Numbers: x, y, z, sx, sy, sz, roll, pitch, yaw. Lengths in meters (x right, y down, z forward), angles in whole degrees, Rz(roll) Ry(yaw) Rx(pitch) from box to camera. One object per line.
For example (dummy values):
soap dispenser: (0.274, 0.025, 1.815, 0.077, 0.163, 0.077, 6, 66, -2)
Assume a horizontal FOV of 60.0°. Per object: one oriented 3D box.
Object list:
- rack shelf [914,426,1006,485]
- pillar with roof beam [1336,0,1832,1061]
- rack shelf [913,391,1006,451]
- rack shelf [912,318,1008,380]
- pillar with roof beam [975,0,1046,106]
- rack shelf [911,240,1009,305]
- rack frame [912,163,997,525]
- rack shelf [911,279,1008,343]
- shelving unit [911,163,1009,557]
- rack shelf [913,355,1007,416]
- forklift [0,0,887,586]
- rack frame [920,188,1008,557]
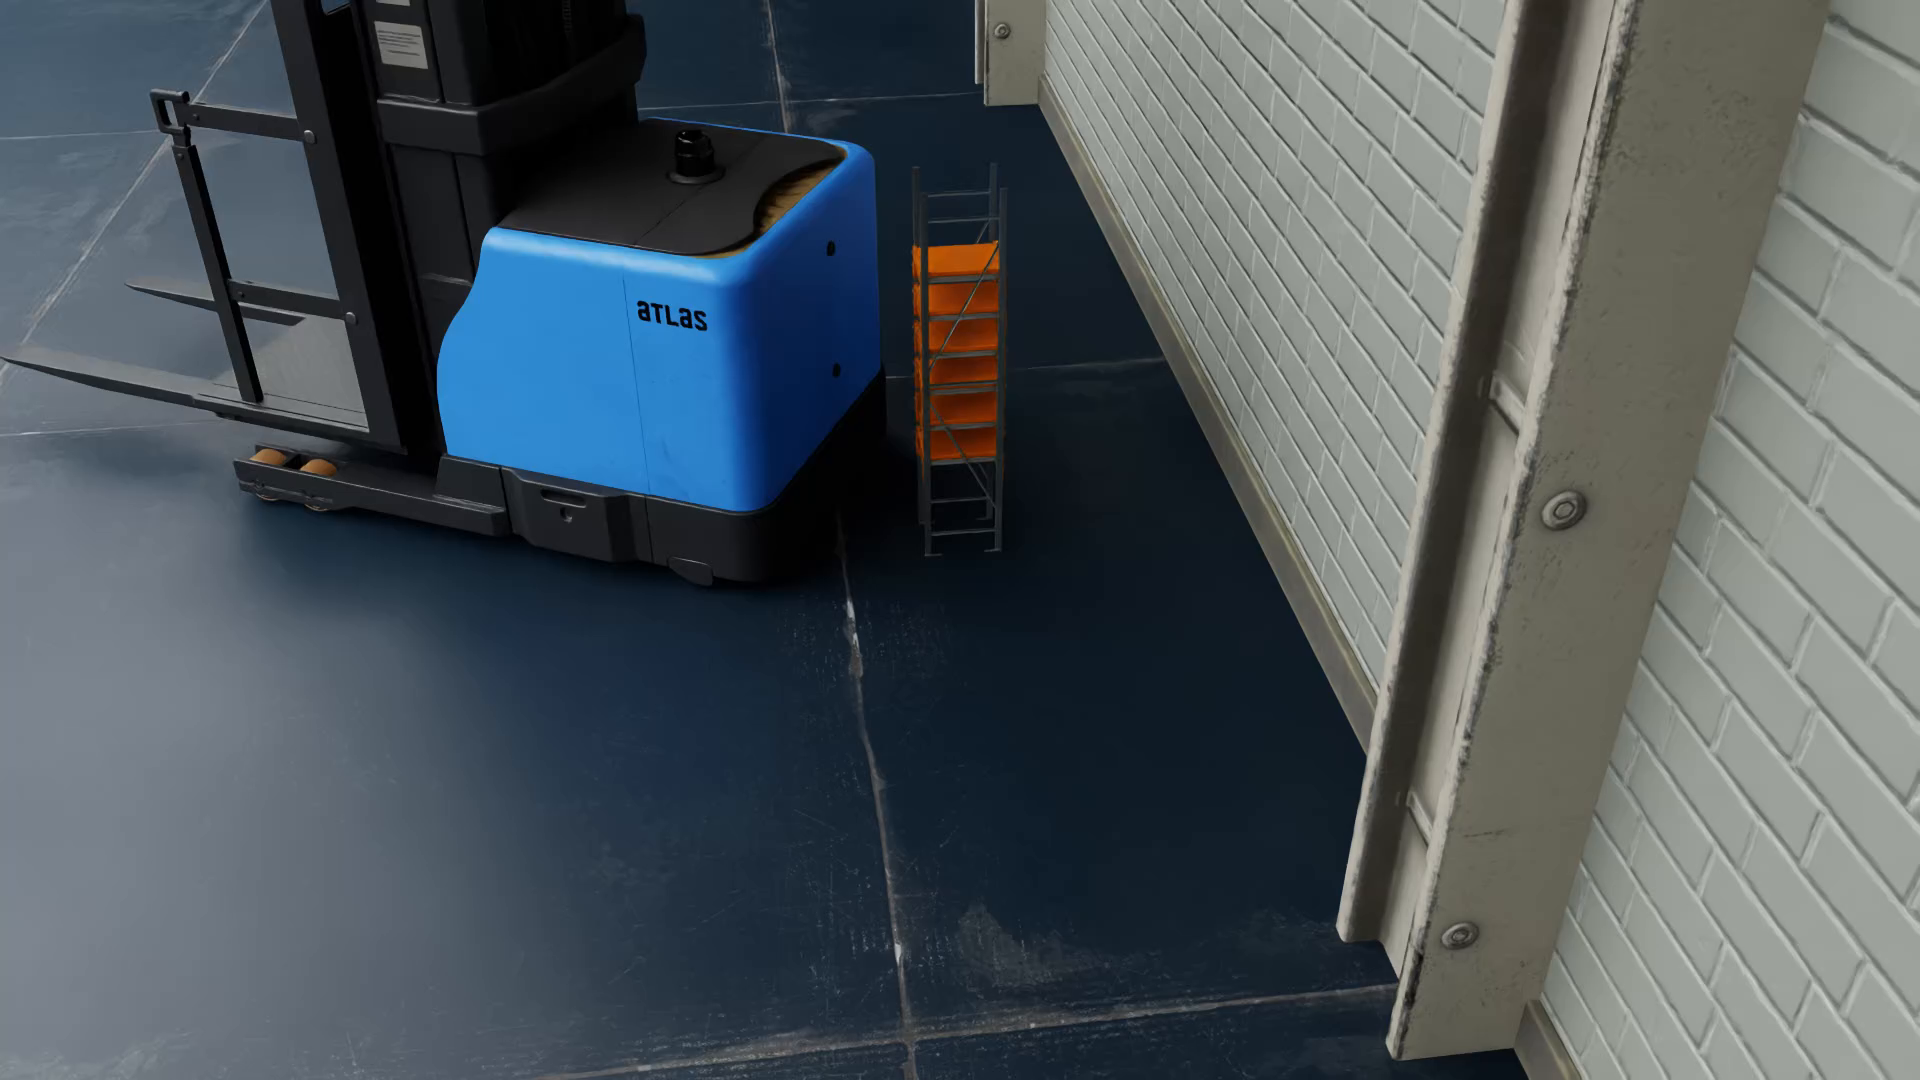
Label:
rack shelf: (-0.002, -0.269, 5.084, 0.258, 0.103, 0.180, -4, 35, -6)
pillar with roof beam: (-3.202, -2.388, 0.763, 9.100, 9.000, 0.400, -4, 35, -6)
rack shelf: (-0.002, -0.368, 5.017, 0.258, 0.103, 0.180, -4, 35, -6)
rack shelf: (-0.002, -0.566, 4.881, 0.258, 0.103, 0.180, -4, 35, -6)
pillar with roof beam: (-4.009, -5.736, 5.677, 9.100, 9.000, 0.400, -4, 35, -6)
rack shelf: (-0.002, -0.765, 4.746, 0.258, 0.103, 0.180, -4, 35, -6)
rack frame: (-0.014, -0.555, 4.999, 0.240, 1.200, 0.006, -4, 35, -6)
rack shelf: (-0.002, -0.665, 4.814, 0.258, 0.103, 0.180, -4, 35, -6)
shelving unit: (-0.002, -0.504, 4.924, 0.258, 1.200, 0.189, -4, 35, -6)
rack shelf: (-0.002, -0.467, 4.949, 0.258, 0.103, 0.180, -4, 35, -6)
forklift: (-1.822, -1.570, 4.952, 3.031, 2.935, 1.130, 11, 36, 16)
rack frame: (0.010, -0.453, 4.849, 0.240, 1.200, 0.006, -4, 35, -6)
